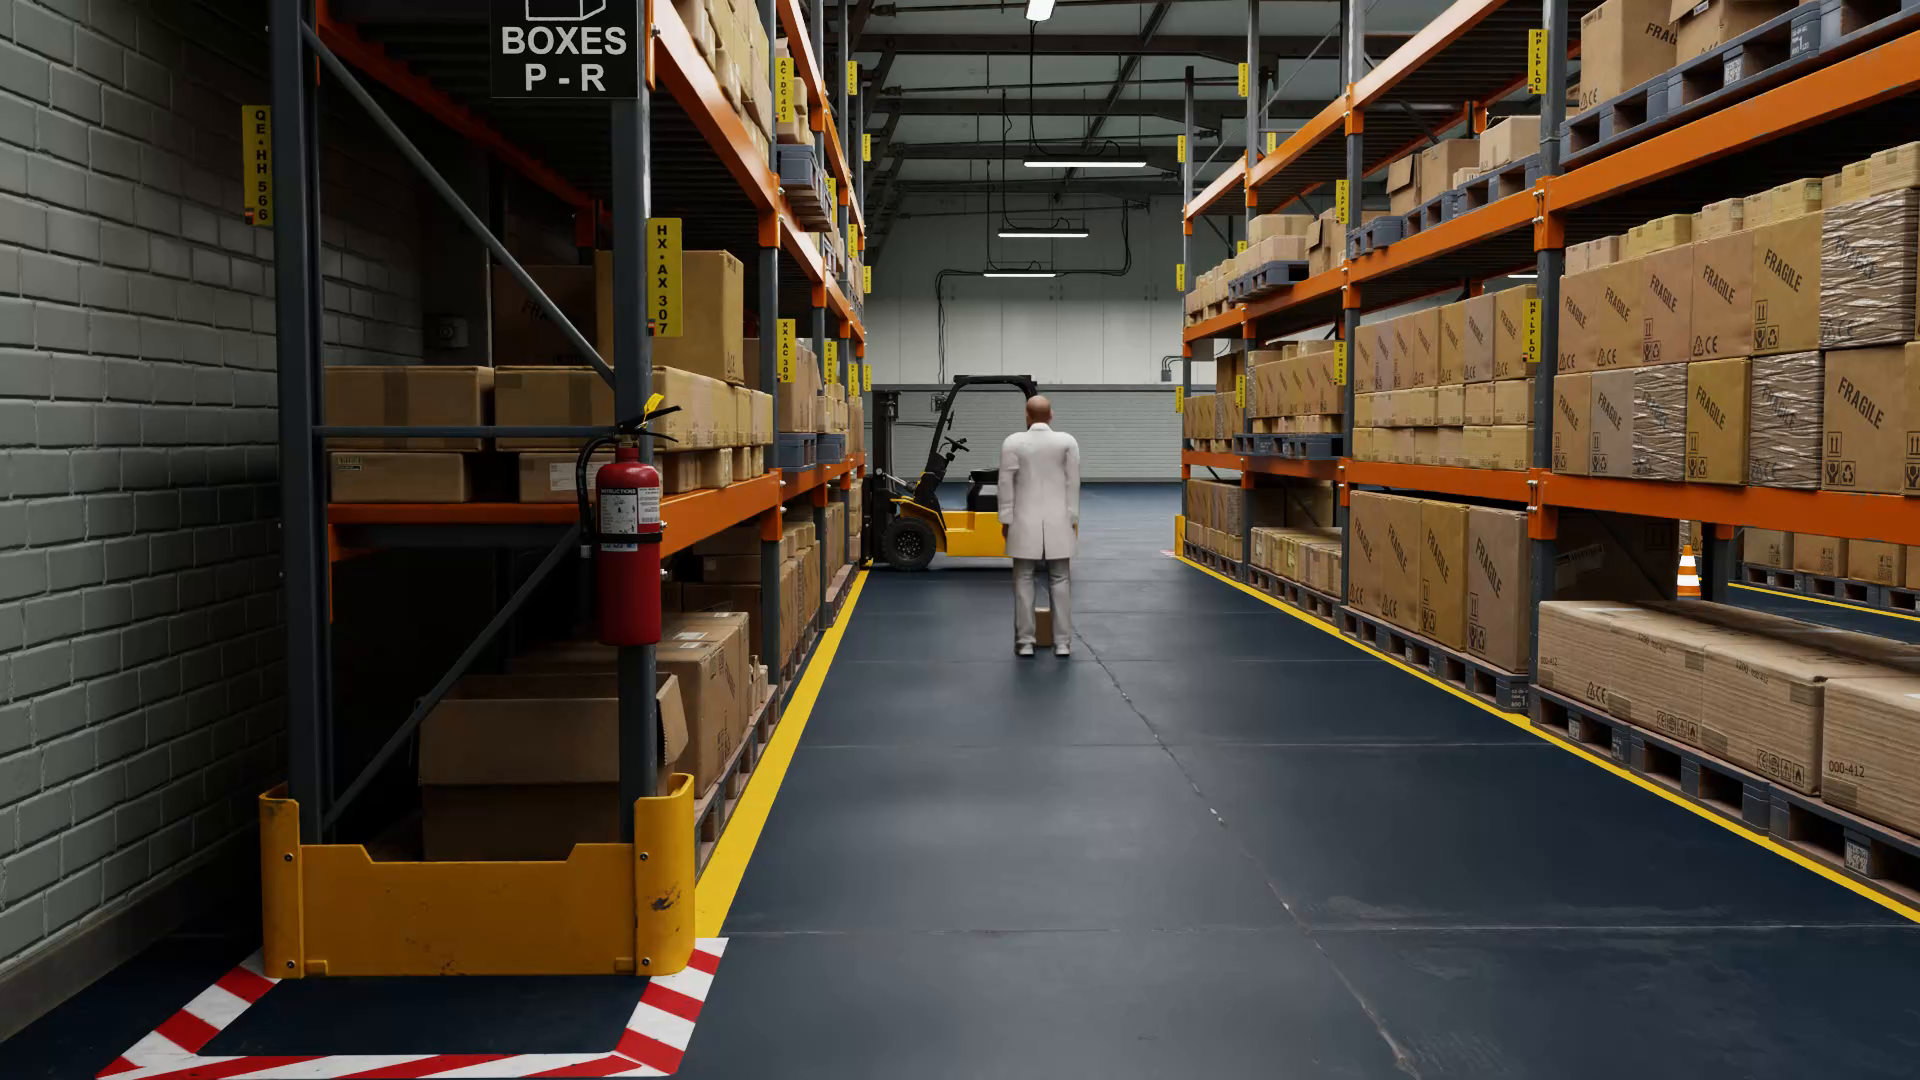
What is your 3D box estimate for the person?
[{"bbox_3d":[0.536,-0.034,11.382,0.564,1.638,0.377,0,4,0],"label":"person"}]
